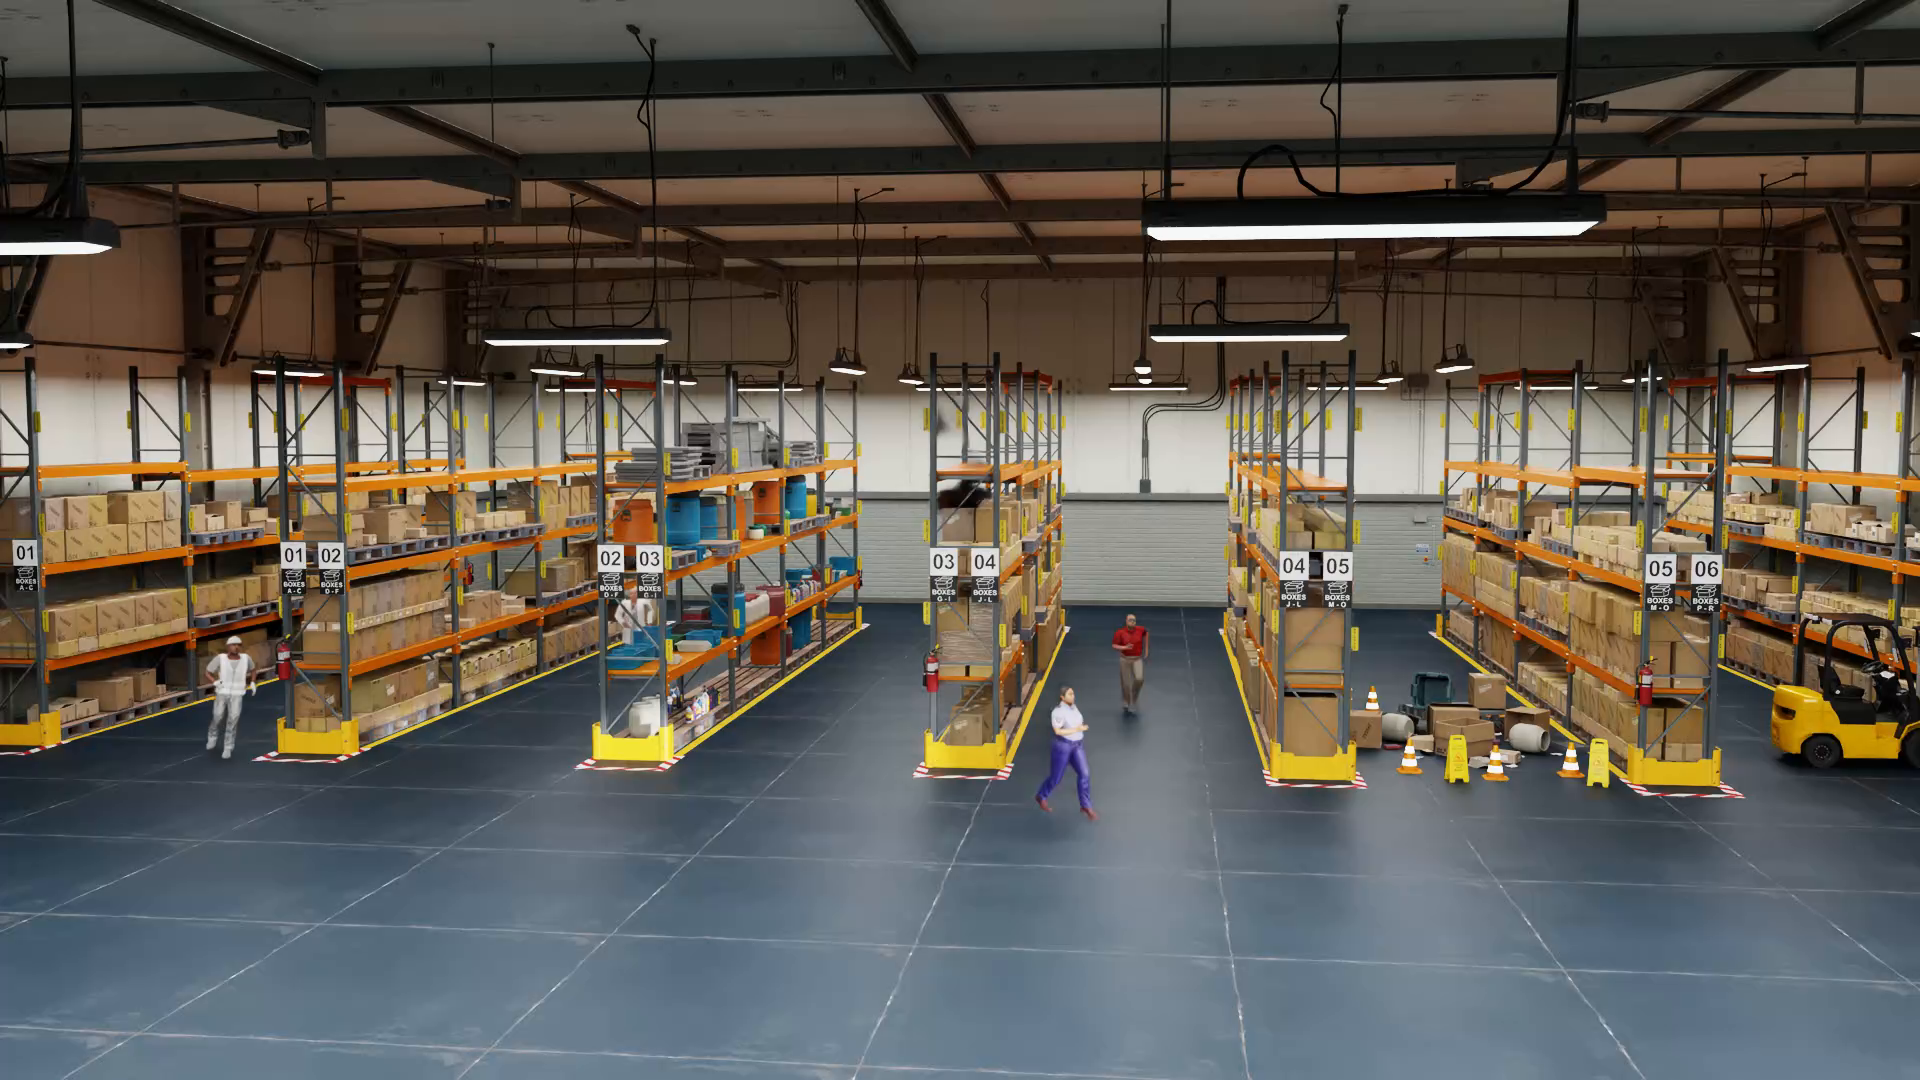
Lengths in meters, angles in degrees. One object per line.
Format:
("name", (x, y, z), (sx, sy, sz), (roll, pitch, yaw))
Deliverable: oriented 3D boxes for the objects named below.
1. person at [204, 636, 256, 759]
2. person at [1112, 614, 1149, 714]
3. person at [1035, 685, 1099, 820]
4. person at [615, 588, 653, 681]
("person", (-10.978, 2.336, 25.055), (0.739, 1.774, 0.954), (-2, 5, -27))
("person", (2.954, 2.123, 28.665), (0.693, 1.726, 0.832), (0, 4, -7))
("person", (1.354, 2.674, 21.093), (0.877, 1.676, 0.595), (4, 6, 45))
("person", (-6.401, 1.813, 32.665), (0.734, 1.773, 1.069), (0, 4, -6))
